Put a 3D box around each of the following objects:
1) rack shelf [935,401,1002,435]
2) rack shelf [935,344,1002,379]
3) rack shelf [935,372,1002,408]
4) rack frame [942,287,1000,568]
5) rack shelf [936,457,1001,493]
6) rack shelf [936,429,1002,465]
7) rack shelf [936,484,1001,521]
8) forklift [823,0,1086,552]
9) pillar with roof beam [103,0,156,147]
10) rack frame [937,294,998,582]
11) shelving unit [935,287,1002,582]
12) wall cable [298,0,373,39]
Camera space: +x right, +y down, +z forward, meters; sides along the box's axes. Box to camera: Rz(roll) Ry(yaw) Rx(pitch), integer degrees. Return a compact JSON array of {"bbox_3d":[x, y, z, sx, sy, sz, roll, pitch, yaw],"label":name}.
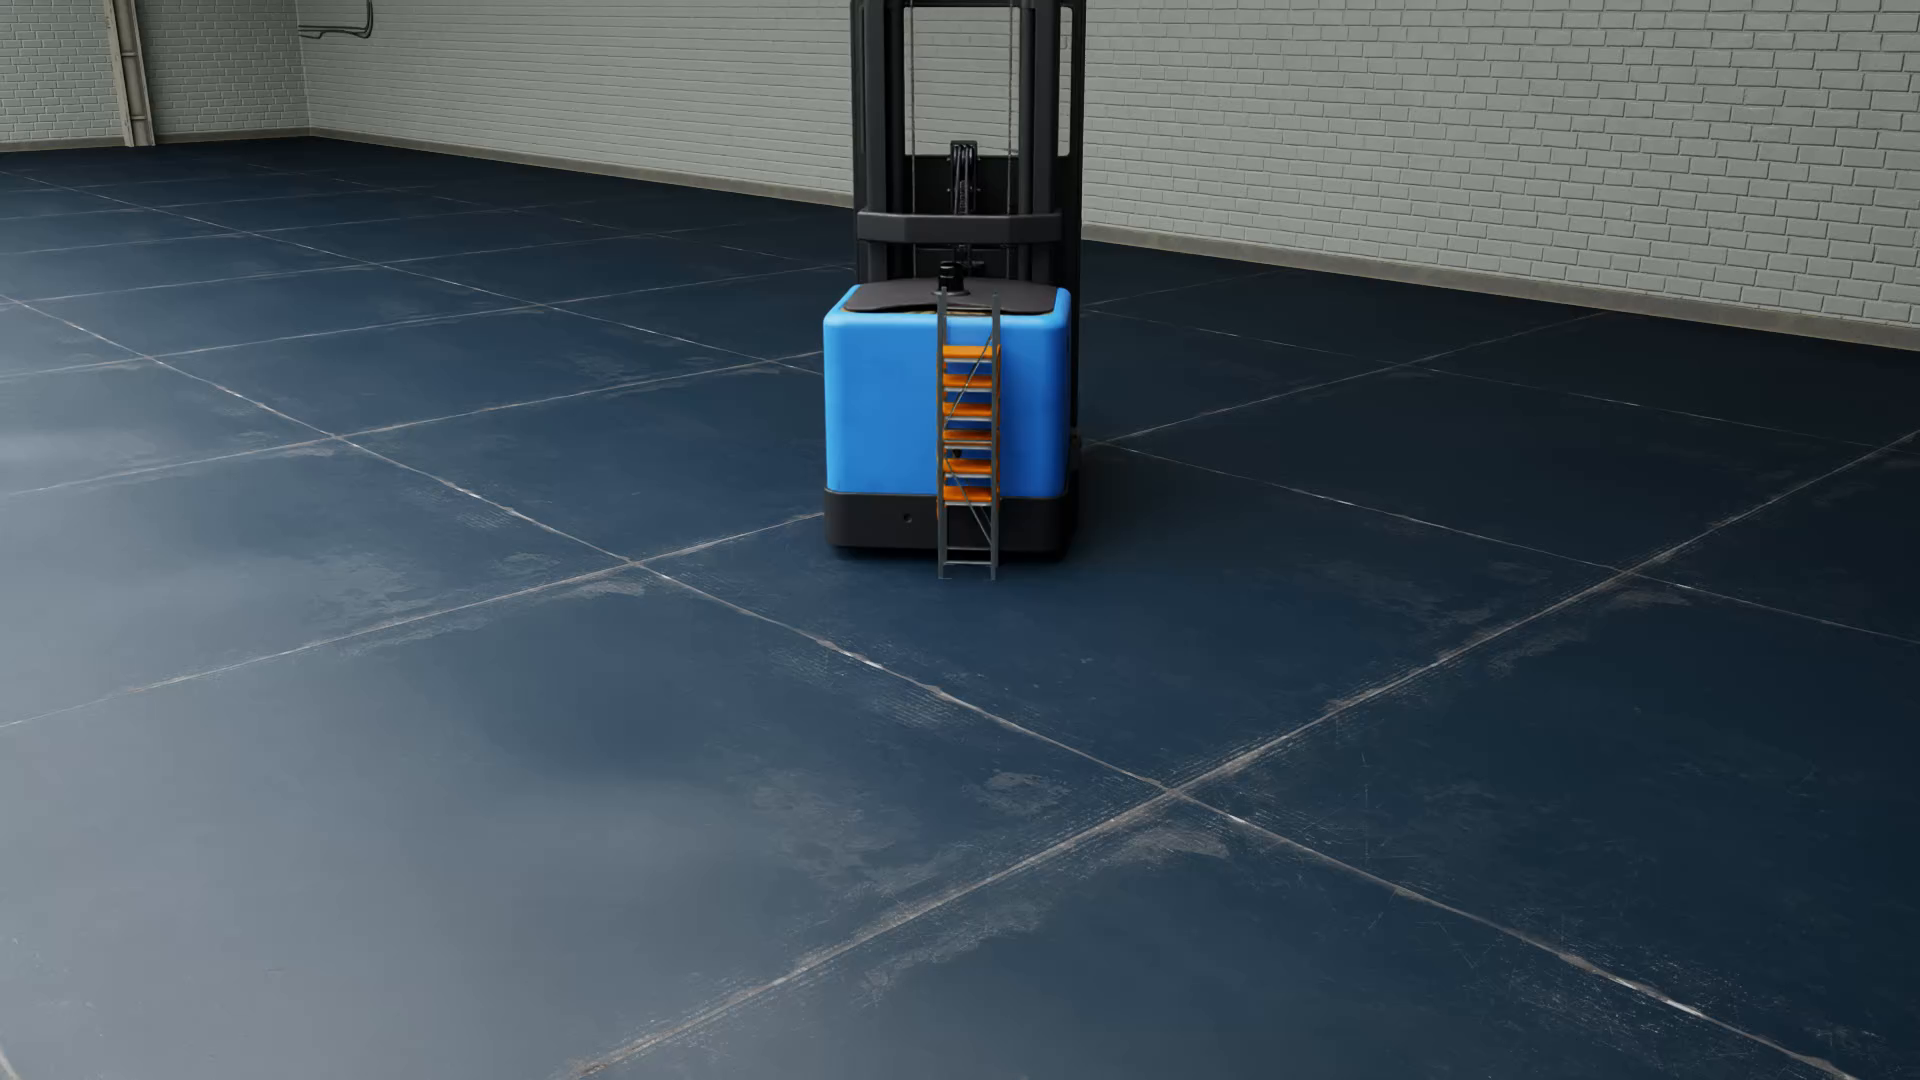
[{"bbox_3d":[0.037,-0.500,6.837,0.258,0.103,0.180,2,18,5],"label":"rack shelf"},{"bbox_3d":[0.037,-0.728,6.763,0.258,0.103,0.180,2,18,5],"label":"rack shelf"},{"bbox_3d":[0.037,-0.614,6.800,0.258,0.103,0.180,2,18,5],"label":"rack shelf"},{"bbox_3d":[0.045,-0.456,6.947,0.240,1.200,0.006,2,18,5],"label":"rack frame"},{"bbox_3d":[0.037,-0.272,6.911,0.258,0.103,0.180,2,18,5],"label":"rack shelf"},{"bbox_3d":[0.037,-0.386,6.874,0.258,0.103,0.180,2,18,5],"label":"rack shelf"},{"bbox_3d":[0.037,-0.158,6.948,0.258,0.103,0.180,2,18,5],"label":"rack shelf"},{"bbox_3d":[0.059,-1.750,8.131,1.130,2.935,3.031,2,18,5],"label":"forklift"},{"bbox_3d":[-10.800,-9.937,23.542,0.400,9.000,9.100,-16,24,-41],"label":"pillar with roof beam"},{"bbox_3d":[0.029,-0.400,6.773,0.240,1.200,0.006,2,18,5],"label":"rack frame"},{"bbox_3d":[0.037,-0.428,6.860,0.258,1.200,0.189,2,18,5],"label":"shelving unit"},{"bbox_3d":[-10.709,-9.752,28.008,0.112,2.526,3.097,-16,24,-41],"label":"wall cable"}]
